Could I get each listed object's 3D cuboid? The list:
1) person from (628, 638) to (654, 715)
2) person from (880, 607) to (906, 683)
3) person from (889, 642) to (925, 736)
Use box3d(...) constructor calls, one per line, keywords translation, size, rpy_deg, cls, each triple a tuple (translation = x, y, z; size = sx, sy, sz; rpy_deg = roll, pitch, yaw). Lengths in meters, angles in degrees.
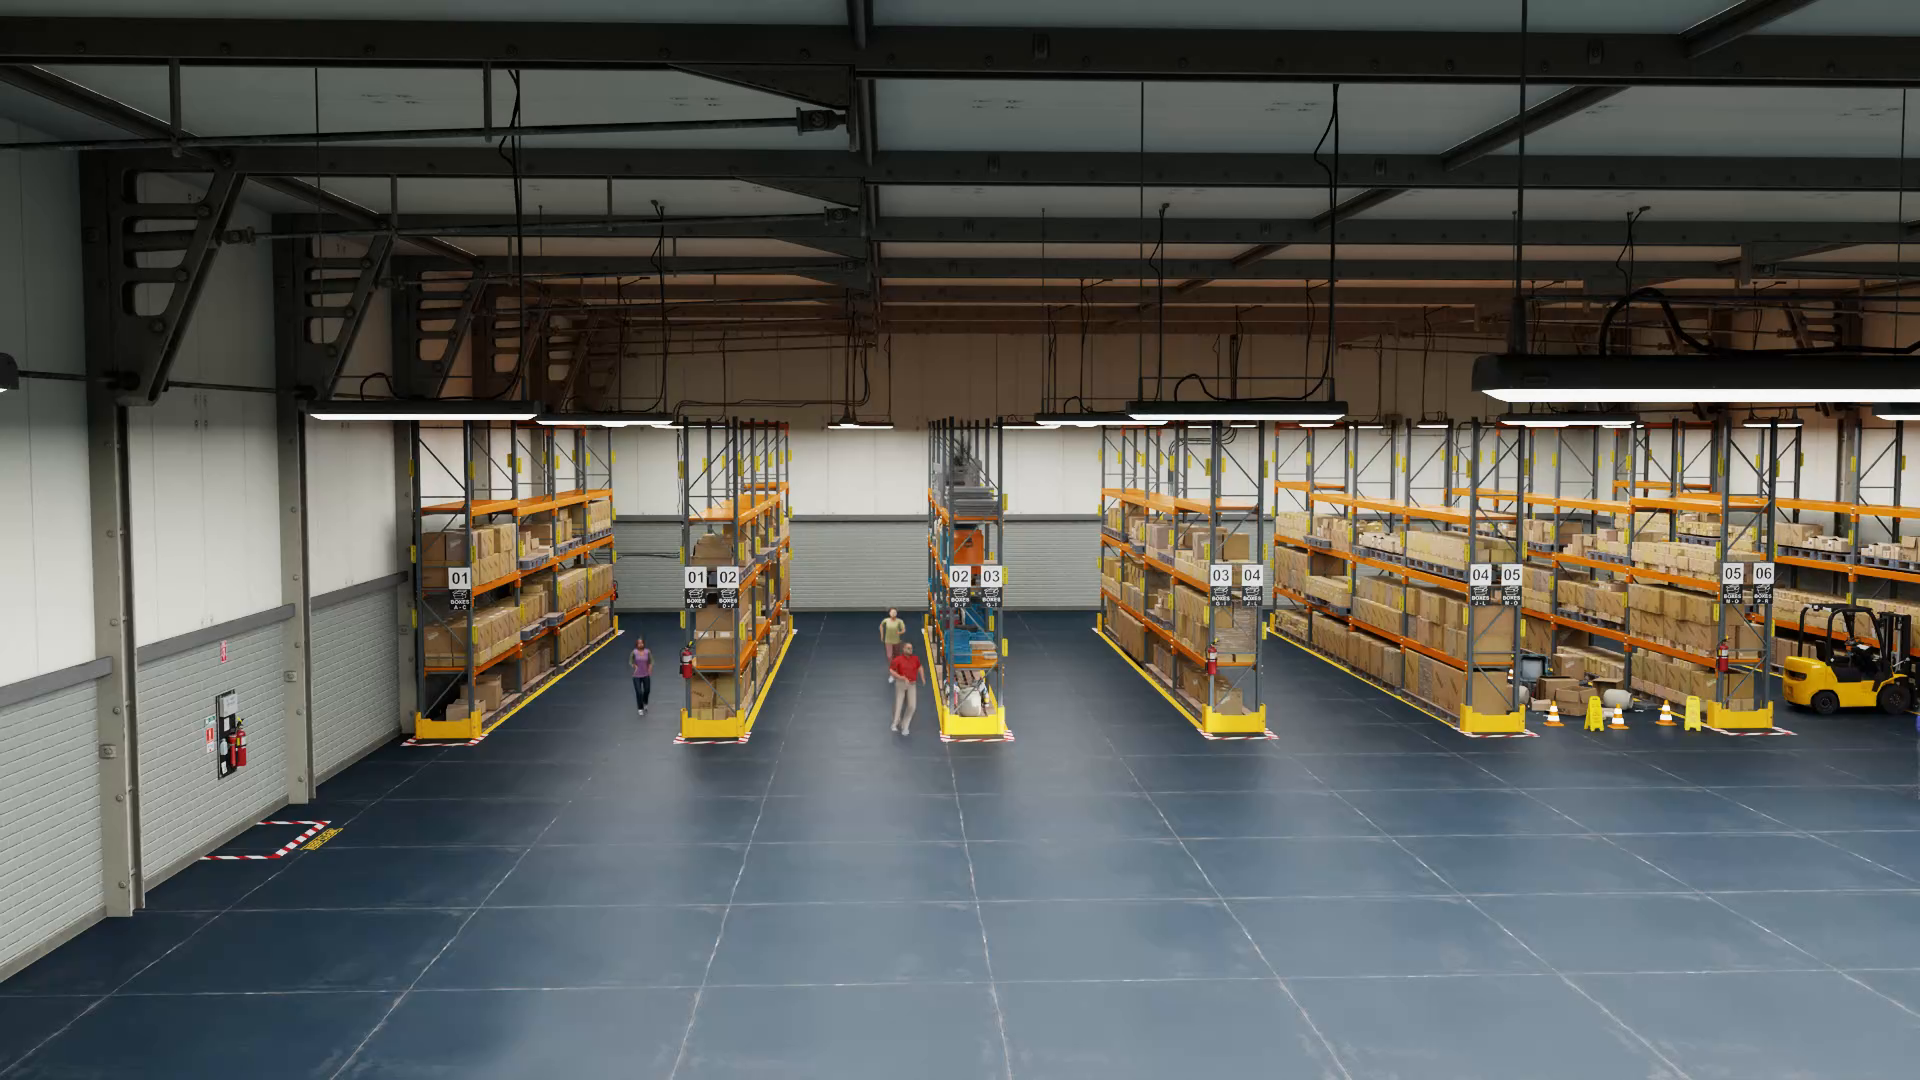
box3d(translation=(-6.389, 2.750, 33.401), size=(0.522, 1.559, 0.554), rpy_deg=(-1, 4, -15), cls="person")
box3d(translation=(-1.531, 2.376, 38.140), size=(0.578, 1.680, 0.882), rpy_deg=(0, 4, -6), cls="person")
box3d(translation=(-0.997, 2.835, 31.531), size=(0.725, 1.779, 0.617), rpy_deg=(-1, 4, -20), cls="person")
